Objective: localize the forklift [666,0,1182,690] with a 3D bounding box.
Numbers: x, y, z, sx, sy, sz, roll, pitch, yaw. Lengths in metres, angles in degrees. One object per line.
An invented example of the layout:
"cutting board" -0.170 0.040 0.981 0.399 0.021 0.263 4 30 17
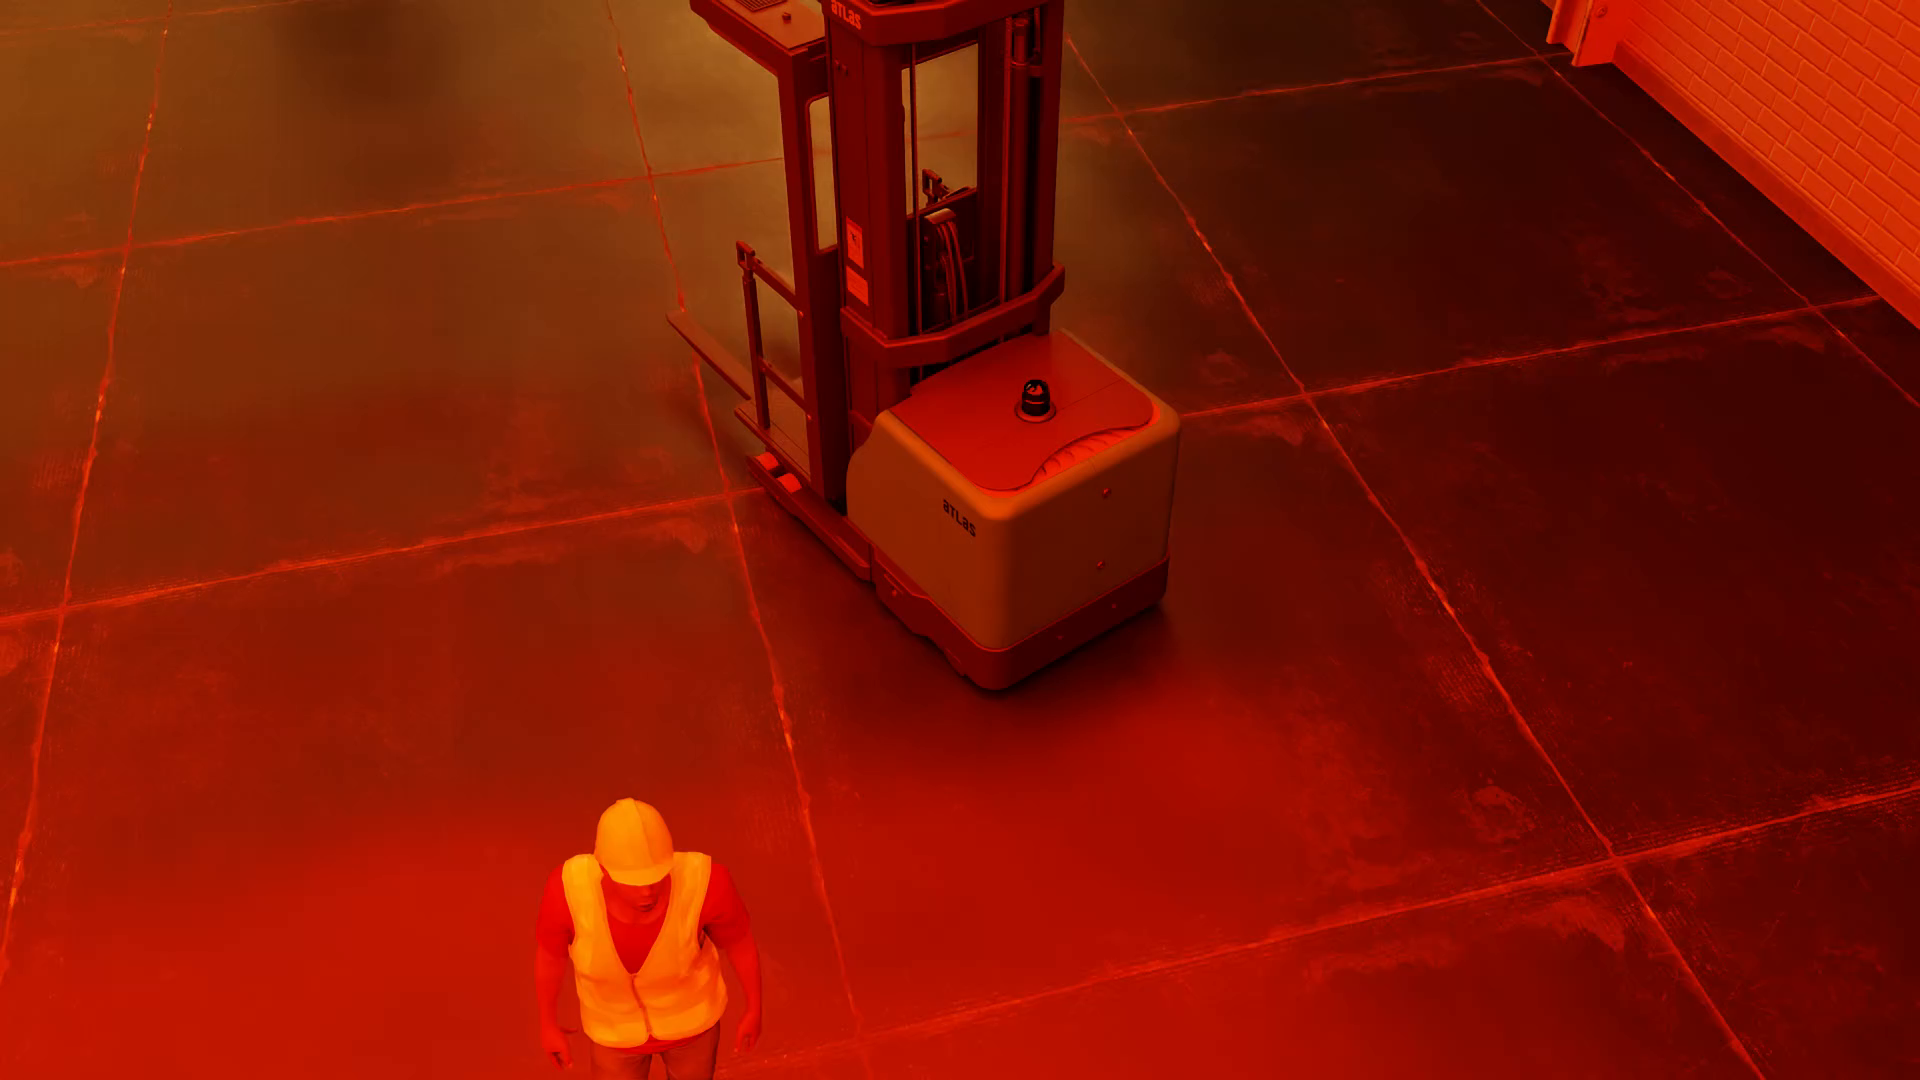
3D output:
"forklift" -0.366 -1.399 7.126 1.130 2.935 3.031 -27 50 -26

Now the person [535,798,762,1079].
"person" -0.909 1.464 4.933 0.665 1.765 0.577 -6 44 -6
